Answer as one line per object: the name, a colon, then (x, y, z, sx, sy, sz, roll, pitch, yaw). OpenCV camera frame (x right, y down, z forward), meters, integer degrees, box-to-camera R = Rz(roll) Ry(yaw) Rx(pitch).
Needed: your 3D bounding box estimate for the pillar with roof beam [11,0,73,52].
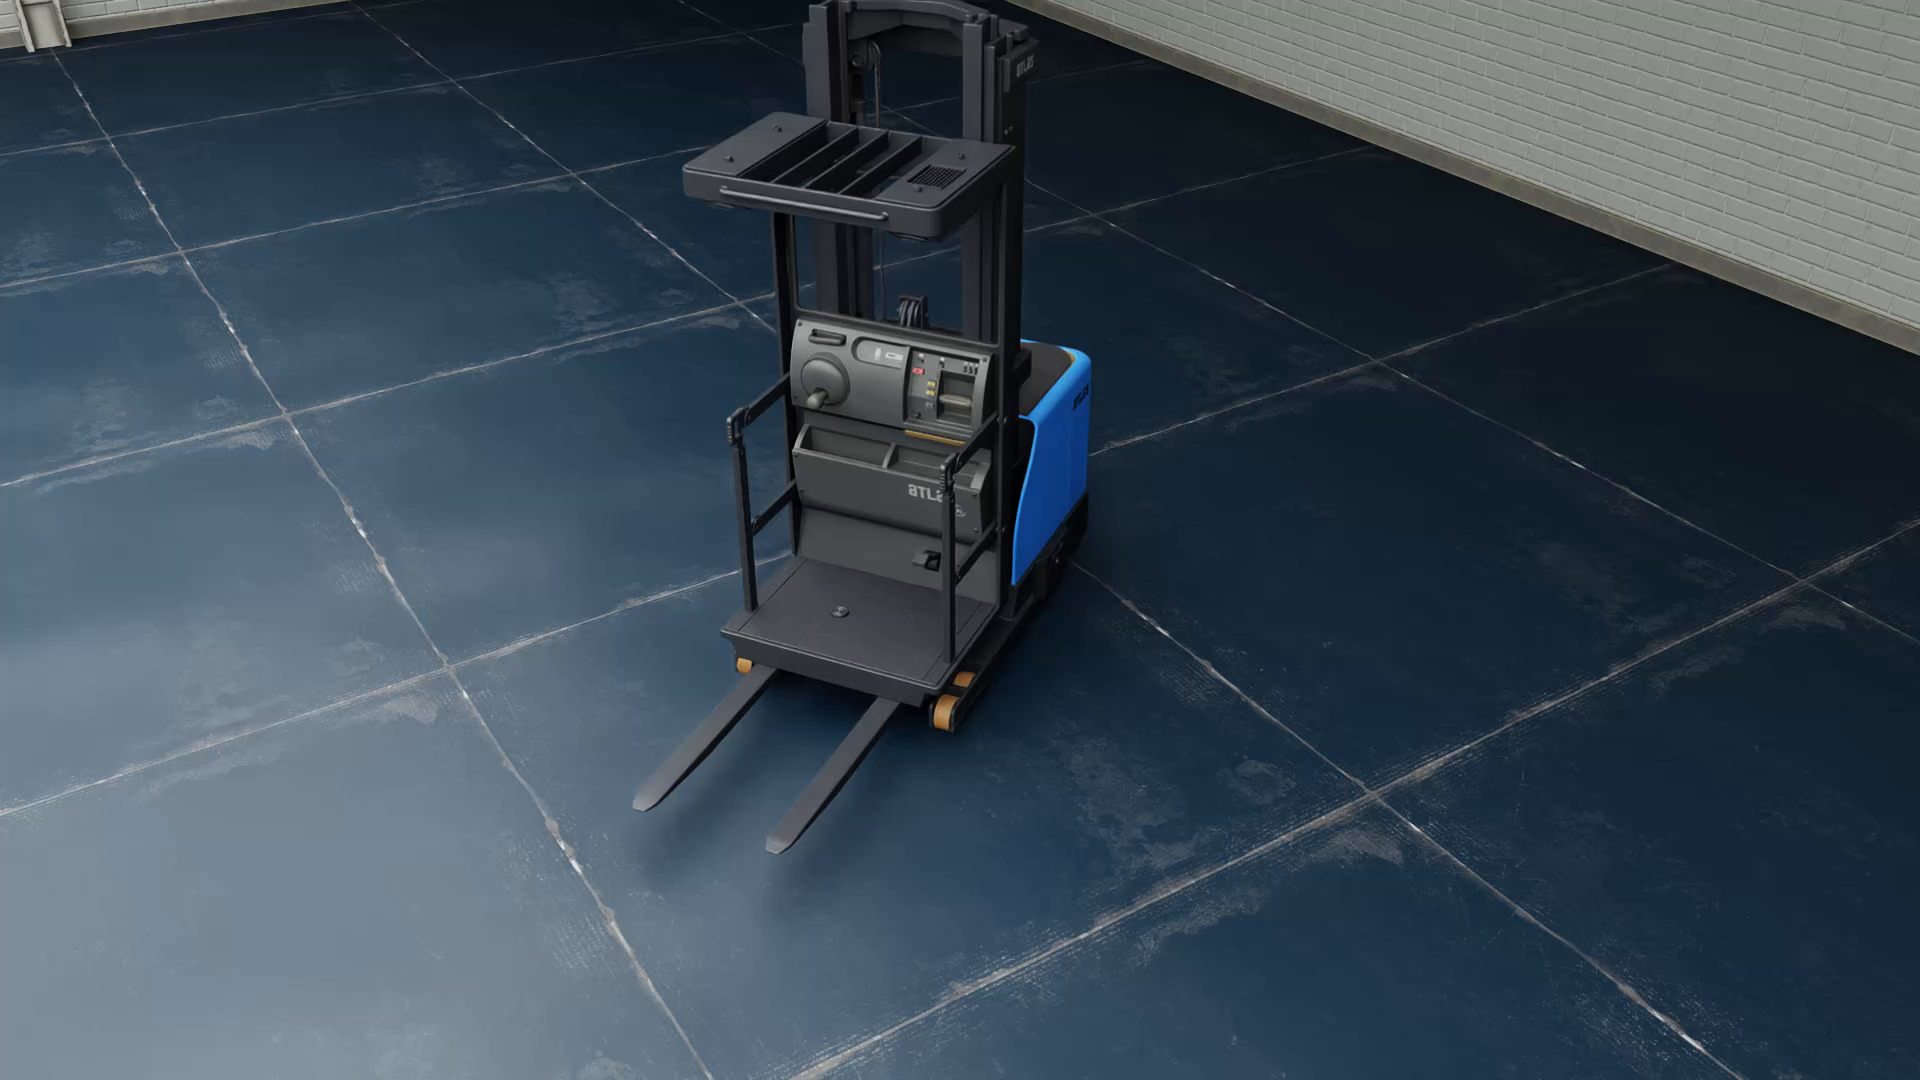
pillar with roof beam: (-6.745, -6.801, 11.097, 0.400, 9.000, 9.100, -19, 37, -27)

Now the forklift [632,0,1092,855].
forklift: (-0.393, -0.649, 7.032, 1.130, 2.935, 3.031, 13, 35, 20)
